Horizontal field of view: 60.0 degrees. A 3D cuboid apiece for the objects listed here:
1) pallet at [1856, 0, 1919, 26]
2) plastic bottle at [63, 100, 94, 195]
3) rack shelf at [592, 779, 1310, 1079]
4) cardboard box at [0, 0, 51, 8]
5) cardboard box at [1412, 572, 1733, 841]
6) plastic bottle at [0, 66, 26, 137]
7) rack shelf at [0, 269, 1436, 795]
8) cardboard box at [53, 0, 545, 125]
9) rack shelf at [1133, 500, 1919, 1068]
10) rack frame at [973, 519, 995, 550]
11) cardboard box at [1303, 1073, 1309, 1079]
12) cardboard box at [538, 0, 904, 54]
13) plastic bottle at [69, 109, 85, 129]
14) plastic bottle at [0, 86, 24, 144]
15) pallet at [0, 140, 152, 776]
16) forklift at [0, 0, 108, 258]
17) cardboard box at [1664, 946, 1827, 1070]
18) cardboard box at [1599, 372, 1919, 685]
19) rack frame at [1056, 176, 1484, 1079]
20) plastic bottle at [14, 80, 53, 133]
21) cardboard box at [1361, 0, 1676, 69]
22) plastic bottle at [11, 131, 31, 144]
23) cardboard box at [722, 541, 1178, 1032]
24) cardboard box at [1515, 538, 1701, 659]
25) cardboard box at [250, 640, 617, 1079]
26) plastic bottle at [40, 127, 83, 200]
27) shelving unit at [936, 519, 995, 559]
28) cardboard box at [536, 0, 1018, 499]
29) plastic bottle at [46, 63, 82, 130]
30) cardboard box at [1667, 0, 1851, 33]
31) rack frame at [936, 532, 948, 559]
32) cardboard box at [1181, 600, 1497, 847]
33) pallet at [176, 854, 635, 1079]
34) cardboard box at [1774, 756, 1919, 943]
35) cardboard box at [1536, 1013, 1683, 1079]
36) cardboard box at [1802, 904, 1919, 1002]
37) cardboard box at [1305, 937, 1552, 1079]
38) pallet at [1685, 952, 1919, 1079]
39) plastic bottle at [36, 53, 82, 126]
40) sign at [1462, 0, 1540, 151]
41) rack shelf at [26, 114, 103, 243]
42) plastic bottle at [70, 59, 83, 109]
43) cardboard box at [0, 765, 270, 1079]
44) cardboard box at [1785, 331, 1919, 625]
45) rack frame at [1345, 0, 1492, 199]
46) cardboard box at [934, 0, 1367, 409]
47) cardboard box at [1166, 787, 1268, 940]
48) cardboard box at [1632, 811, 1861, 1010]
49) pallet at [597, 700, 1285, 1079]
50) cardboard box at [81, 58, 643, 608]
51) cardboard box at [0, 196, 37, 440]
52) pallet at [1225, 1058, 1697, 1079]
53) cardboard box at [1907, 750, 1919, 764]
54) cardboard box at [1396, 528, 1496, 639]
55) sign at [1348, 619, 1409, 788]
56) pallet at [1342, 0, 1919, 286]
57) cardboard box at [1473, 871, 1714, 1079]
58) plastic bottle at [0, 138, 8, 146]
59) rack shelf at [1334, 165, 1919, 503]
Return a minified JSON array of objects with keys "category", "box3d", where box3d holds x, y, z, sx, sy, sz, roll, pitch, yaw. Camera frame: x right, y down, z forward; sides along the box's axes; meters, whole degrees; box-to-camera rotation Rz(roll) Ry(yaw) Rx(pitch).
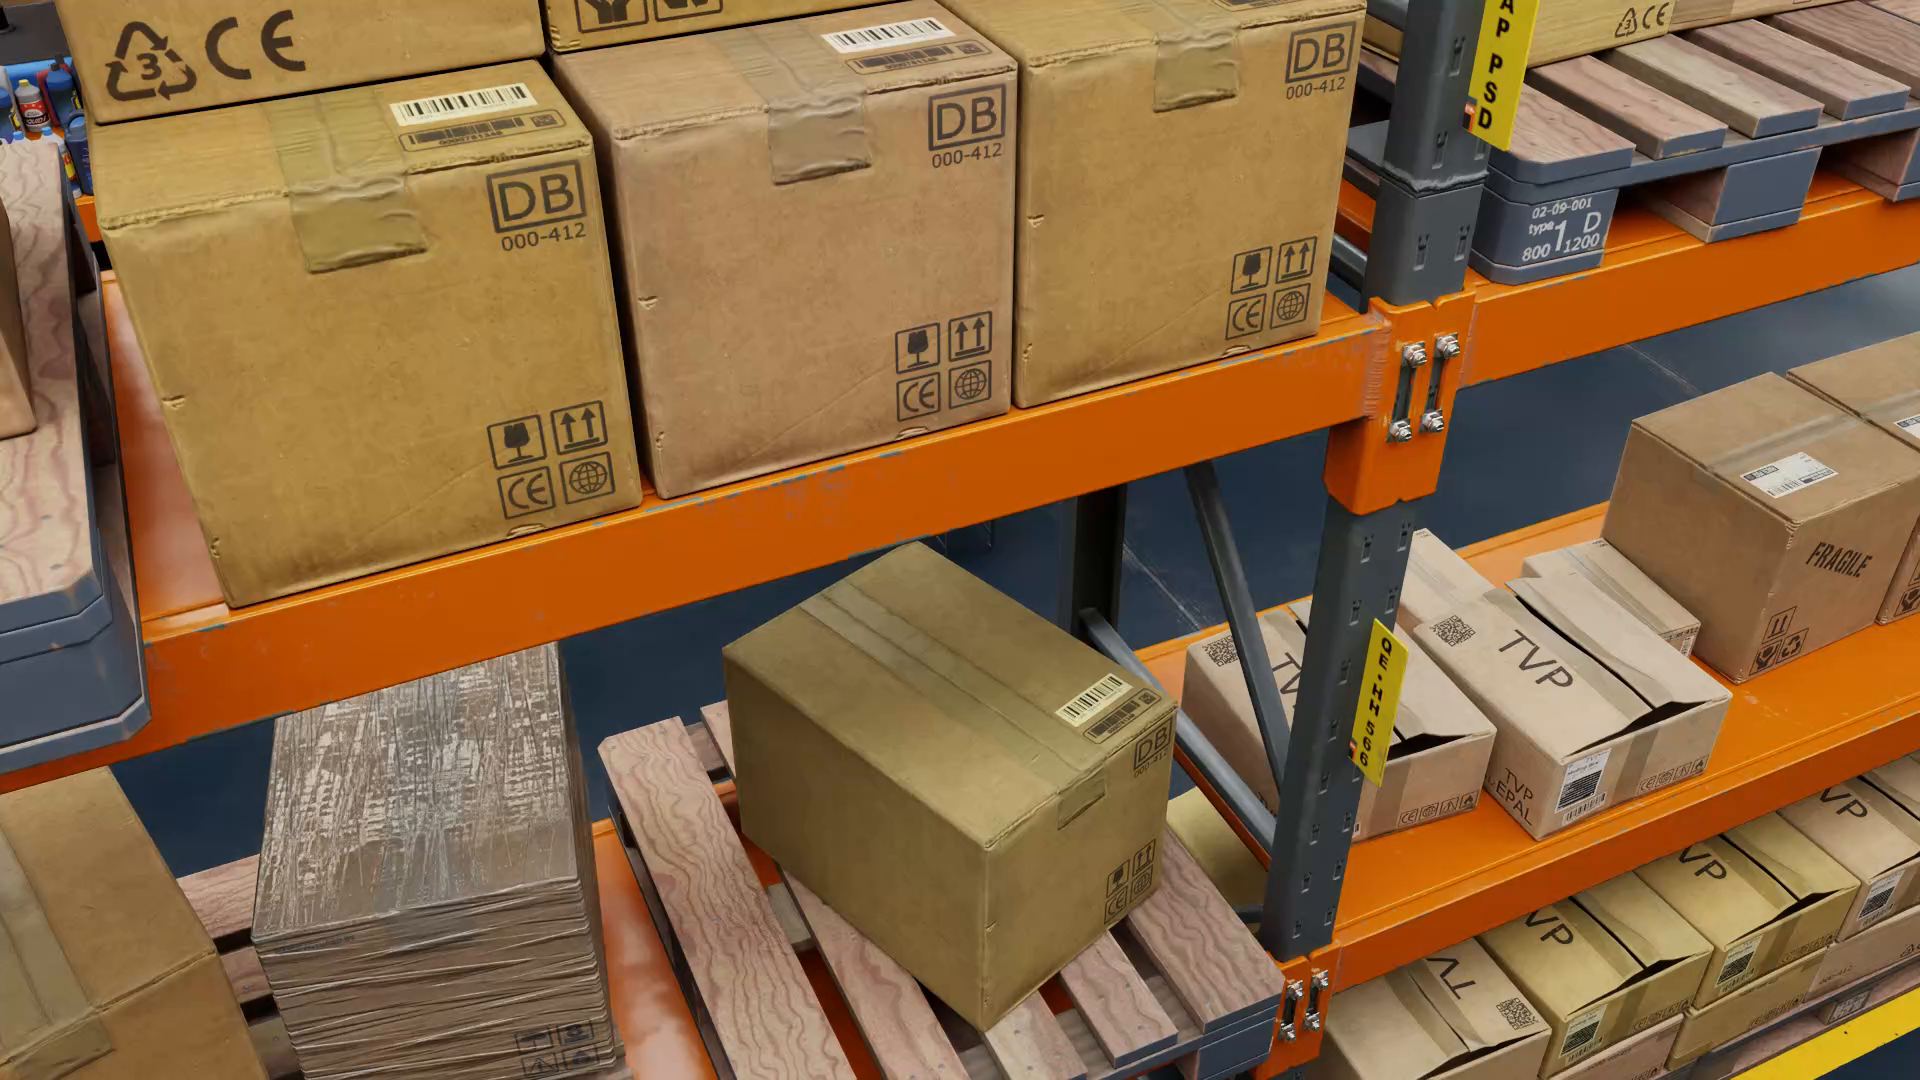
[{"category":"pallet","box3d":[2.083,-1.201,3.492,1.213,0.211,1.003,-14,39,-18]},{"category":"plastic bottle","box3d":[-3.275,-1.499,6.295,0.185,0.351,0.144,-16,39,-20]},{"category":"rack shelf","box3d":[-1.315,1.228,3.180,4.000,0.370,1.077,-16,39,-20]},{"category":"cardboard box","box3d":[-5.952,-3.613,10.534,0.875,0.875,1.225,-17,40,-21]},{"category":"cardboard box","box3d":[1.388,0.347,3.839,0.500,0.311,0.500,-16,39,-20]},{"category":"plastic bottle","box3d":[-3.888,-1.764,6.715,0.135,0.276,0.152,-16,39,-20]},{"category":"rack shelf","box3d":[-1.315,0.023,2.287,4.000,0.370,1.077,-16,39,-20]},{"category":"cardboard box","box3d":[-0.825,-0.848,1.935,0.500,0.500,0.500,-16,39,-20]},{"category":"rack shelf","box3d":[2.306,0.216,4.545,4.000,0.370,1.077,-16,39,-20]},{"category":"rack frame","box3d":[0.085,-0.385,6.514,0.006,0.900,0.240,-16,39,-20]},{"category":"cardboard box","box3d":[1.095,1.394,4.308,0.500,0.250,0.500,-16,39,-20]},{"category":"cardboard box","box3d":[-0.364,-0.978,2.109,0.500,0.500,0.500,-16,39,-20]},{"category":"plastic bottle","box3d":[-3.366,-1.522,6.392,0.097,0.271,0.097,0,37,0]},{"category":"plastic bottle","box3d":[-3.818,-1.700,6.632,0.097,0.271,0.097,0,37,0]},{"category":"pallet","box3d":[-1.568,-0.075,1.974,1.003,0.211,1.213,-16,39,-20]},{"category":"forklift","box3d":[-3.818,-3.132,8.512,3.031,2.935,1.130,-16,39,-20]},{"category":"cardboard box","box3d":[2.017,1.132,4.662,0.500,0.250,0.500,-17,40,-21]},{"category":"cardboard box","box3d":[2.008,-0.041,4.203,0.500,0.500,0.500,-18,40,-22]},{"category":"rack frame","box3d":[0.496,0.433,3.649,0.127,3.000,1.000,-16,39,-20]},{"category":"plastic bottle","box3d":[-3.795,-1.778,6.796,0.097,0.201,0.097,0,37,0]},{"category":"cardboard box","box3d":[0.882,-1.026,2.870,0.500,0.250,0.500,-19,40,-23]},{"category":"plastic bottle","box3d":[-3.481,-1.395,6.220,0.097,0.271,0.097,0,37,0]},{"category":"cardboard box","box3d":[-0.027,0.444,3.197,0.500,0.500,0.700,-30,46,-34]},{"category":"cardboard box","box3d":[1.626,0.181,4.199,0.250,0.149,0.380,-13,38,-17]},{"category":"cardboard box","box3d":[-0.936,0.573,3.023,0.500,0.500,0.700,-9,37,-11]},{"category":"plastic bottle","box3d":[-3.393,-1.419,6.254,0.097,0.271,0.097,0,37,0]},{"category":"shelving unit","box3d":[-0.007,-0.359,6.479,0.210,0.900,0.258,-16,39,-20]},{"category":"cardboard box","box3d":[-0.347,-0.554,2.378,0.500,0.500,0.910,-16,39,-20]},{"category":"plastic bottle","box3d":[-3.648,-1.807,6.777,0.097,0.271,0.097,0,37,0]},{"category":"cardboard box","box3d":[1.349,-1.168,3.062,0.500,0.250,0.500,-15,39,-19]},{"category":"rack frame","box3d":[-0.099,-0.334,6.444,0.006,0.900,0.240,-16,39,-20]},{"category":"cardboard box","box3d":[0.844,0.400,3.767,0.500,0.311,0.500,-13,39,-17]},{"category":"pallet","box3d":[-1.263,1.005,3.039,1.213,0.211,1.003,-16,39,-20]},{"category":"cardboard box","box3d":[2.494,0.773,4.674,0.500,0.311,0.500,-16,39,-21]},{"category":"cardboard box","box3d":[1.549,1.267,4.480,0.500,0.250,0.500,-17,40,-21]},{"category":"cardboard box","box3d":[2.482,1.002,4.836,0.500,0.250,0.500,-15,39,-19]},{"category":"cardboard box","box3d":[1.095,1.169,4.141,0.500,0.311,0.500,-14,39,-18]},{"category":"pallet","box3d":[2.360,1.059,5.145,1.213,0.211,1.003,-16,39,-20]},{"category":"plastic bottle","box3d":[-3.698,-1.850,6.824,0.133,0.283,0.061,-16,39,-20]},{"category":"sign","box3d":[0.724,-0.686,2.206,0.005,0.325,0.100,-16,39,-20]},{"category":"rack shelf","box3d":[-3.416,-1.444,6.783,4.000,0.370,1.077,-16,39,-20]},{"category":"plastic bottle","box3d":[-3.536,-1.895,6.828,0.185,0.351,0.144,-16,39,-20]},{"category":"cardboard box","box3d":[-1.552,0.756,2.776,0.500,0.500,0.700,-26,44,-31]},{"category":"cardboard box","box3d":[2.484,-0.174,4.383,0.500,0.500,0.500,-16,39,-20]},{"category":"rack frame","box3d":[0.496,-1.977,1.861,0.127,3.000,1.000,-16,39,-20]},{"category":"cardboard box","box3d":[0.115,-0.683,2.552,0.500,0.500,0.910,-16,39,-20]},{"category":"cardboard box","box3d":[0.865,0.878,4.533,0.500,0.311,0.500,-15,39,-19]},{"category":"cardboard box","box3d":[2.029,0.904,4.498,0.500,0.311,0.500,-17,40,-21]},{"category":"pallet","box3d":[-0.088,0.719,3.423,1.003,0.211,1.213,-16,39,-20]},{"category":"cardboard box","box3d":[-0.817,-0.423,2.200,0.500,0.500,0.910,-16,39,-20]},{"category":"cardboard box","box3d":[-1.432,-0.435,1.781,0.600,0.600,0.600,-17,40,-22]},{"category":"pallet","box3d":[1.257,1.365,4.732,1.213,0.211,1.003,-16,39,-20]},{"category":"cardboard box","box3d":[2.951,0.648,4.843,0.500,0.311,0.500,-16,39,-20]},{"category":"cardboard box","box3d":[1.192,0.157,4.231,0.250,0.149,0.380,-16,39,-20]},{"category":"sign","box3d":[0.735,0.290,2.936,0.005,0.325,0.100,-16,39,-20]},{"category":"pallet","box3d":[1.072,-0.916,3.108,1.003,0.211,1.213,-14,39,-18]},{"category":"cardboard box","box3d":[1.567,1.032,4.326,0.500,0.311,0.500,-17,40,-21]},{"category":"plastic bottle","box3d":[-3.597,-1.382,6.199,0.135,0.276,0.152,-16,39,-20]},{"category":"rack shelf","box3d":[2.306,-0.989,3.652,4.000,0.370,1.077,-16,39,-20]}]
